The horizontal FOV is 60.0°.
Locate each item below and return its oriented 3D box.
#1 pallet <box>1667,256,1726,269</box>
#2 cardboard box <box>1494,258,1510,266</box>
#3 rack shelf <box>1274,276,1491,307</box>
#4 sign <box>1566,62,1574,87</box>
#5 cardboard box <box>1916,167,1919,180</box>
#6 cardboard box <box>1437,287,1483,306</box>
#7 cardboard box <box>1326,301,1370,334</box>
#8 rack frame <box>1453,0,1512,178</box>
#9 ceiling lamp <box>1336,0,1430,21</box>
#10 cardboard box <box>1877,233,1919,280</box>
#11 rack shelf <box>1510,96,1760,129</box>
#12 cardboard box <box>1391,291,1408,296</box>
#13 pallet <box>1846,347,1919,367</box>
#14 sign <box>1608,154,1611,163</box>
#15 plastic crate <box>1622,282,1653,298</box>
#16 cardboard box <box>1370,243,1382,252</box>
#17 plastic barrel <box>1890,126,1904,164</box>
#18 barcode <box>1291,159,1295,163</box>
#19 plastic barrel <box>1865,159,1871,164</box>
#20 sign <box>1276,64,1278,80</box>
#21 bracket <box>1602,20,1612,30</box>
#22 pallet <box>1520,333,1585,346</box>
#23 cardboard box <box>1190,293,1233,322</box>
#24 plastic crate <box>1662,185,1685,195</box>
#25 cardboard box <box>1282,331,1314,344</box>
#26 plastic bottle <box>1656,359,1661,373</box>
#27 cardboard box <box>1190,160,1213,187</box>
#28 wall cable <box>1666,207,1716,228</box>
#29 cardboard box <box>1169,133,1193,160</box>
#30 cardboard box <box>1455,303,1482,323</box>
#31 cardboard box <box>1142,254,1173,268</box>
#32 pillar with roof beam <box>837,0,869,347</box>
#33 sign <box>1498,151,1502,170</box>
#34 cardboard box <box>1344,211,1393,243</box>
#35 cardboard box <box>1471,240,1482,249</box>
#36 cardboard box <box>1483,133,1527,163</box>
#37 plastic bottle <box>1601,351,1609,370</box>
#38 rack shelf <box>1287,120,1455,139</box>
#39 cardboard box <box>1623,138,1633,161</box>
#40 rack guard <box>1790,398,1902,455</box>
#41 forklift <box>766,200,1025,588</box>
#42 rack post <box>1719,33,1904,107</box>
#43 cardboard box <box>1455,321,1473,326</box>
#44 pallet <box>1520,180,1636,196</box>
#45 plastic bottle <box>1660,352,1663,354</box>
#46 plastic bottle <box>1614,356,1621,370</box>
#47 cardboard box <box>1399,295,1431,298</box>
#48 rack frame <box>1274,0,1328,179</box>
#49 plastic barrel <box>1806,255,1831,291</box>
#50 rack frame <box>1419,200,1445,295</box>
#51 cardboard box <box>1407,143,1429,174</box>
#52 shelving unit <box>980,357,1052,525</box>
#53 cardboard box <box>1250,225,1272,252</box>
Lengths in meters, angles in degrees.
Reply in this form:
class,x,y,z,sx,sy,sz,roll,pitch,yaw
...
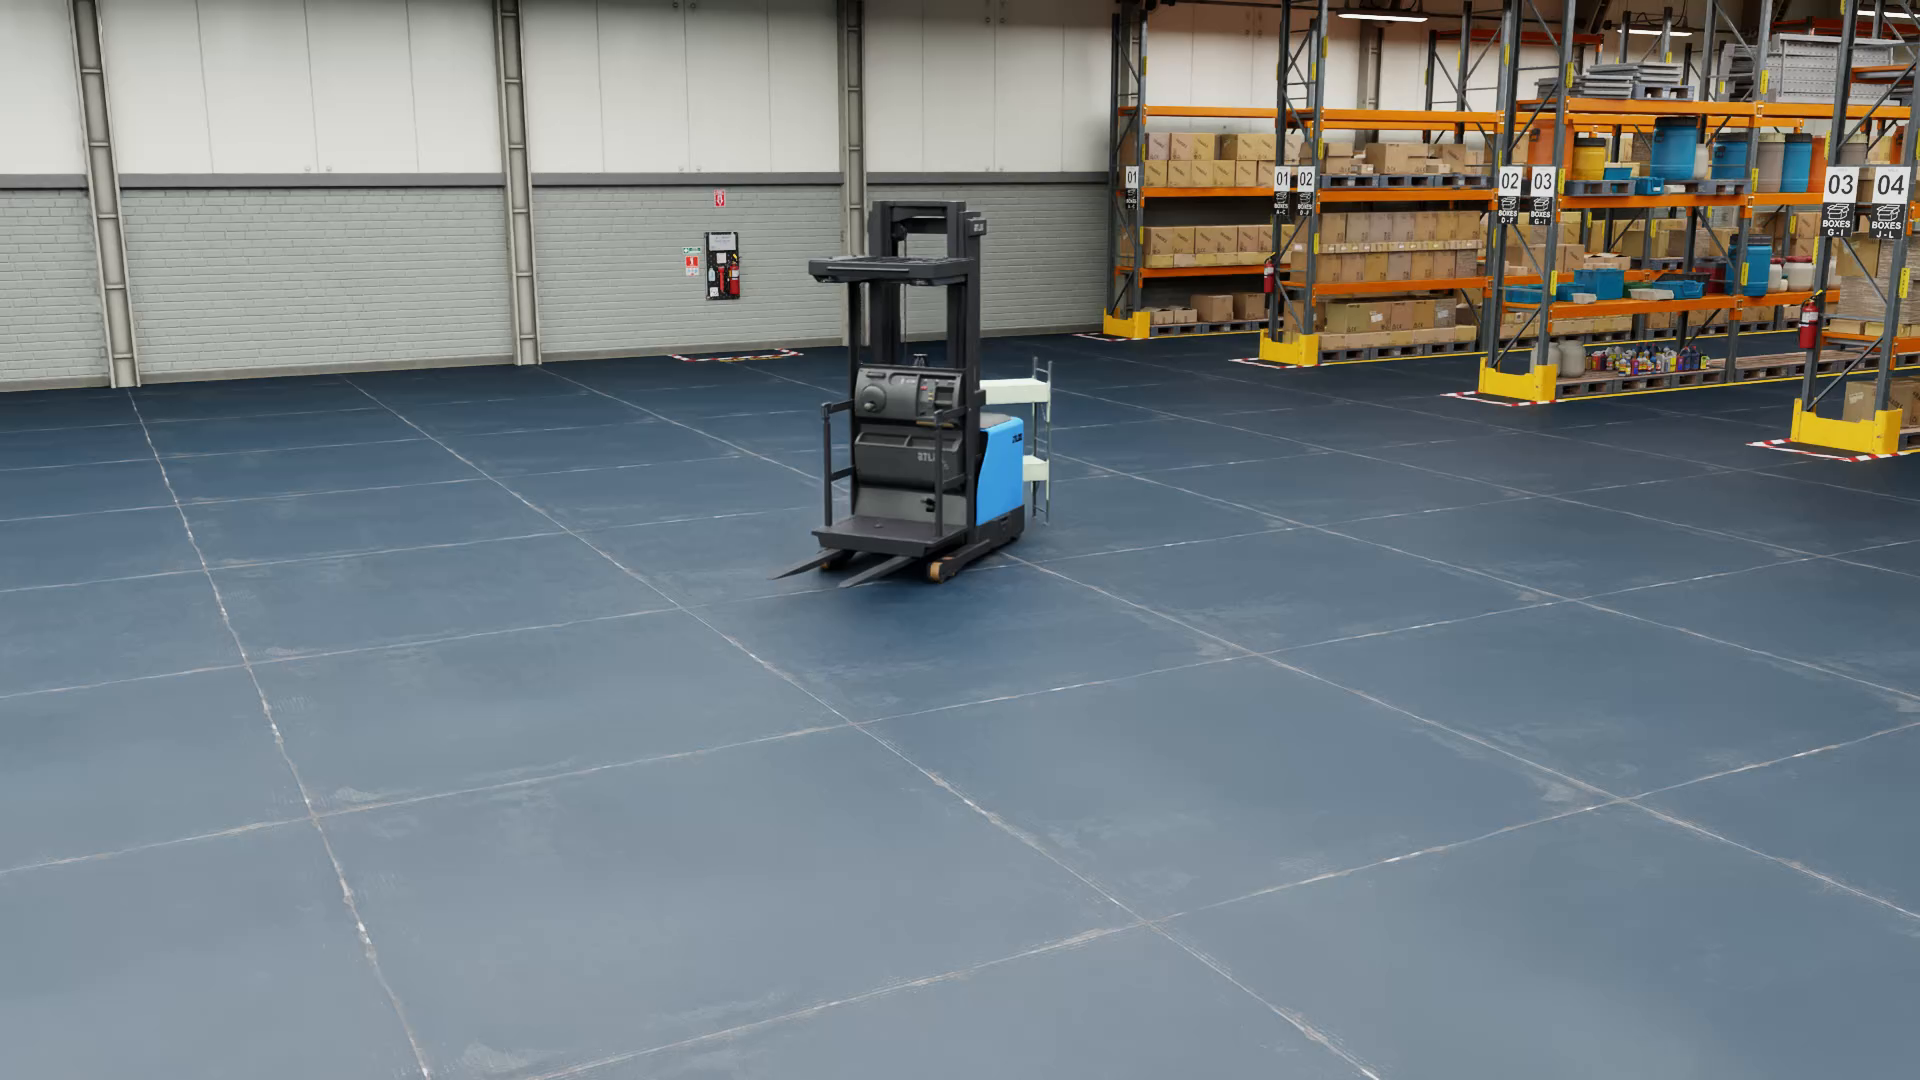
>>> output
class,x,y,z,sx,sy,sz,roll,pitch,yaw
pallet,14.252,-5.413,32.268,1.213,0.211,1.003,-7,14,-28
cardboard box,9.720,-4.943,30.047,0.258,0.266,0.396,-7,15,-29
rack shelf,7.281,-4.319,28.608,4.000,0.370,1.077,-7,14,-28
sign,8.156,-6.223,22.242,0.005,0.325,0.100,-7,14,-28
cardboard box,10.622,-4.119,18.683,0.250,0.149,0.380,-7,14,-28
cardboard box,10.879,-5.464,35.995,0.750,0.750,0.750,-7,14,-29
cardboard box,6.541,-3.756,28.063,0.500,0.500,0.500,-7,14,-28
rack frame,9.037,-7.807,28.805,0.127,3.000,1.000,-7,14,-28
ceiling lamp,7.886,-11.054,29.939,2.000,3.185,0.800,-7,14,-28
cardboard box,10.882,-3.237,18.980,0.500,0.500,0.500,-7,14,-28
rack shelf,9.651,-6.096,23.750,4.000,0.370,1.077,-7,14,-28
cardboard box,9.056,-5.133,35.278,0.500,0.500,0.700,-7,14,-28
pallet,15.590,-3.077,27.801,1.213,0.211,1.003,-7,14,-28
sign,12.289,-7.122,31.413,0.005,0.325,0.100,-7,14,-28
plastic crate,10.080,-3.734,24.851,0.662,0.188,0.450,-7,14,-28
cardboard box,6.879,-4.934,27.995,0.250,0.149,0.380,-7,15,-30
plastic barrel,15.417,-6.283,26.931,0.708,0.830,0.600,-7,14,-28
barcode,5.560,-6.331,27.755,0.075,0.075,0.001,-7,14,-28
plastic barrel,14.498,-5.891,26.866,0.421,0.512,0.421,0,13,0
sign,6.389,-9.401,33.398,0.005,0.325,0.100,-7,14,-28
bracket,14.416,-11.575,37.348,0.430,0.232,0.235,-7,14,-28
pallet,10.737,-3.734,30.722,1.213,0.211,1.003,-7,14,-28
cardboard box,4.968,-4.592,32.873,0.500,0.500,0.700,-8,15,-31
plastic crate,10.192,-5.014,23.824,0.396,0.136,0.243,-7,14,-28
cardboard box,5.855,-3.437,28.354,0.500,0.250,0.500,-7,14,-28
plastic bottle,10.293,-2.564,24.540,0.097,0.201,0.097,0,13,0
cardboard box,4.505,-7.028,31.901,0.500,0.500,0.500,-6,14,-25
wall cable,17.863,-7.910,40.611,1.851,1.984,0.084,-7,14,-28
cardboard box,4.068,-7.461,31.545,0.500,0.500,0.500,-7,14,-29
cardboard box,9.255,-4.115,30.093,0.500,0.311,0.500,-7,14,-28
cardboard box,3.729,-5.341,31.805,0.500,0.250,0.500,-7,15,-29
pillar with roof beam,0.145,-7.120,25.752,0.548,9.000,9.100,-7,14,-28
sign,9.304,-6.528,28.595,0.005,0.325,0.100,-7,14,-28
cardboard box,6.889,-5.303,28.159,0.500,0.500,0.700,-7,14,-28
cardboard box,8.901,-5.176,29.071,0.250,0.149,0.380,-7,14,-28
cardboard box,9.597,-6.899,29.277,0.500,0.500,0.500,-7,14,-27
plastic bottle,9.654,-2.704,24.995,0.135,0.276,0.152,-7,15,-29
rack shelf,8.415,-8.426,34.103,4.000,0.370,1.077,-7,14,-28
cardboard box,14.890,-8.762,37.330,0.500,0.500,0.500,-7,15,-29
rack guard,10.336,-1.339,19.419,0.348,0.500,1.175,-7,14,-28
forklift,-0.506,-1.202,13.274,1.130,2.935,3.031,6,14,24
rack post,13.094,-7.174,25.534,3.121,1.000,1.013,-7,14,-28
cardboard box,9.262,-3.843,30.162,0.500,0.250,0.500,-7,14,-28
pallet,8.669,-4.944,23.345,1.213,0.211,1.003,-7,14,-28
plastic bottle,10.456,-2.655,24.758,0.133,0.283,0.061,-7,14,-28
plastic bottle,9.894,-2.667,25.001,0.097,0.201,0.097,0,13,0
cardboard box,8.045,-4.067,29.448,0.500,0.500,0.500,-7,14,-28
rack frame,5.526,-7.387,26.935,0.127,3.000,1.000,-7,14,-28
plastic barrel,13.375,-4.173,26.010,0.433,0.535,0.433,0,13,0
rack frame,10.171,-6.256,35.574,0.127,3.000,1.000,-7,14,-28
cardboard box,7.531,-6.519,28.400,0.637,0.503,0.797,-5,14,-22
shelving unit,0.400,-0.883,15.115,0.755,1.500,0.431,-4,13,-17
cardboard box,5.958,-5.974,32.912,0.500,0.500,0.500,-7,14,-28
